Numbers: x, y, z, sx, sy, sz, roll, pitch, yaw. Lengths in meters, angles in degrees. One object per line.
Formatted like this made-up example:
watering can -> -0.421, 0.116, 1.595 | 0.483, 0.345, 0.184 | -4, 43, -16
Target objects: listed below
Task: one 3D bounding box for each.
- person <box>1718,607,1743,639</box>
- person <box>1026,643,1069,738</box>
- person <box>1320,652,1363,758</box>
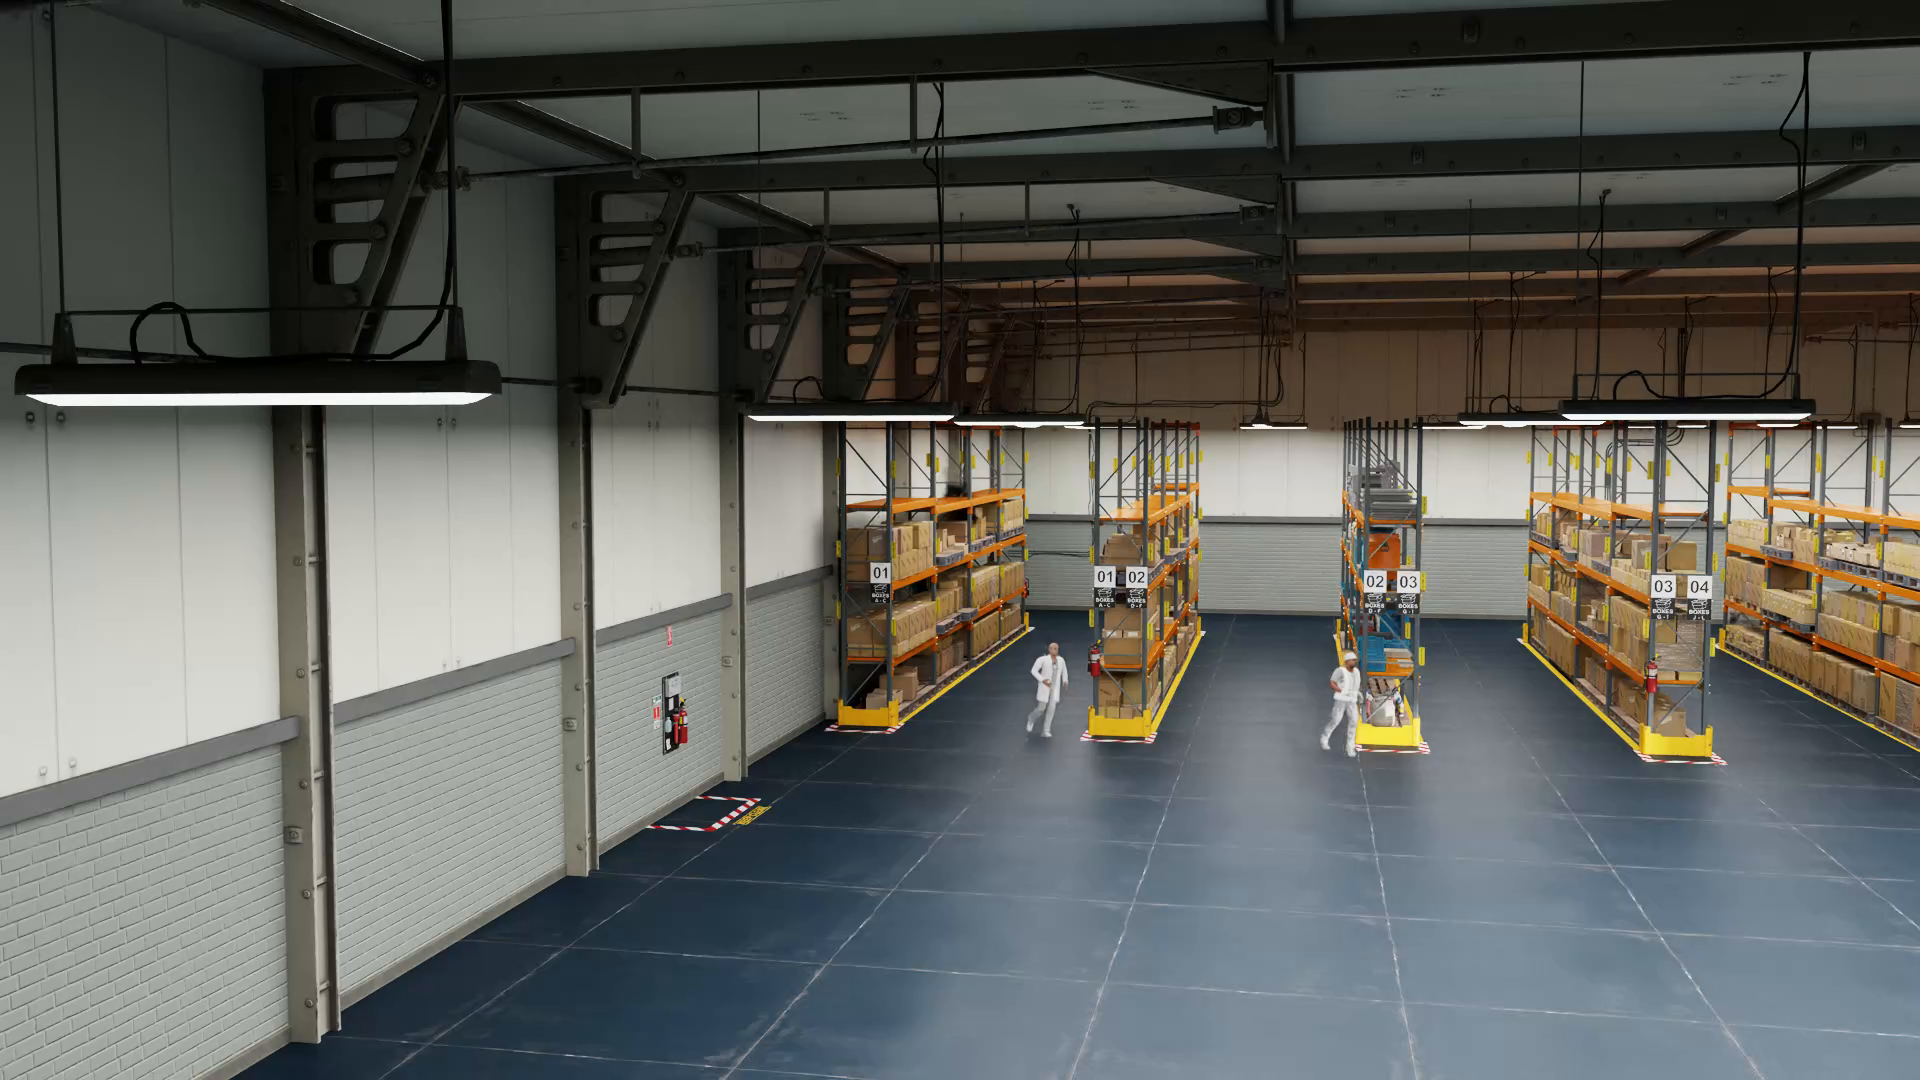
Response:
person -> 21.063, 1.917, 45.382 | 0.713, 1.705, 0.832 | -4, 5, -44
person -> 1.715, 2.813, 31.342 | 0.770, 1.745, 0.897 | -2, 4, -22
person -> 6.908, 2.907, 29.647 | 0.746, 1.802, 0.815 | -2, 4, -25
